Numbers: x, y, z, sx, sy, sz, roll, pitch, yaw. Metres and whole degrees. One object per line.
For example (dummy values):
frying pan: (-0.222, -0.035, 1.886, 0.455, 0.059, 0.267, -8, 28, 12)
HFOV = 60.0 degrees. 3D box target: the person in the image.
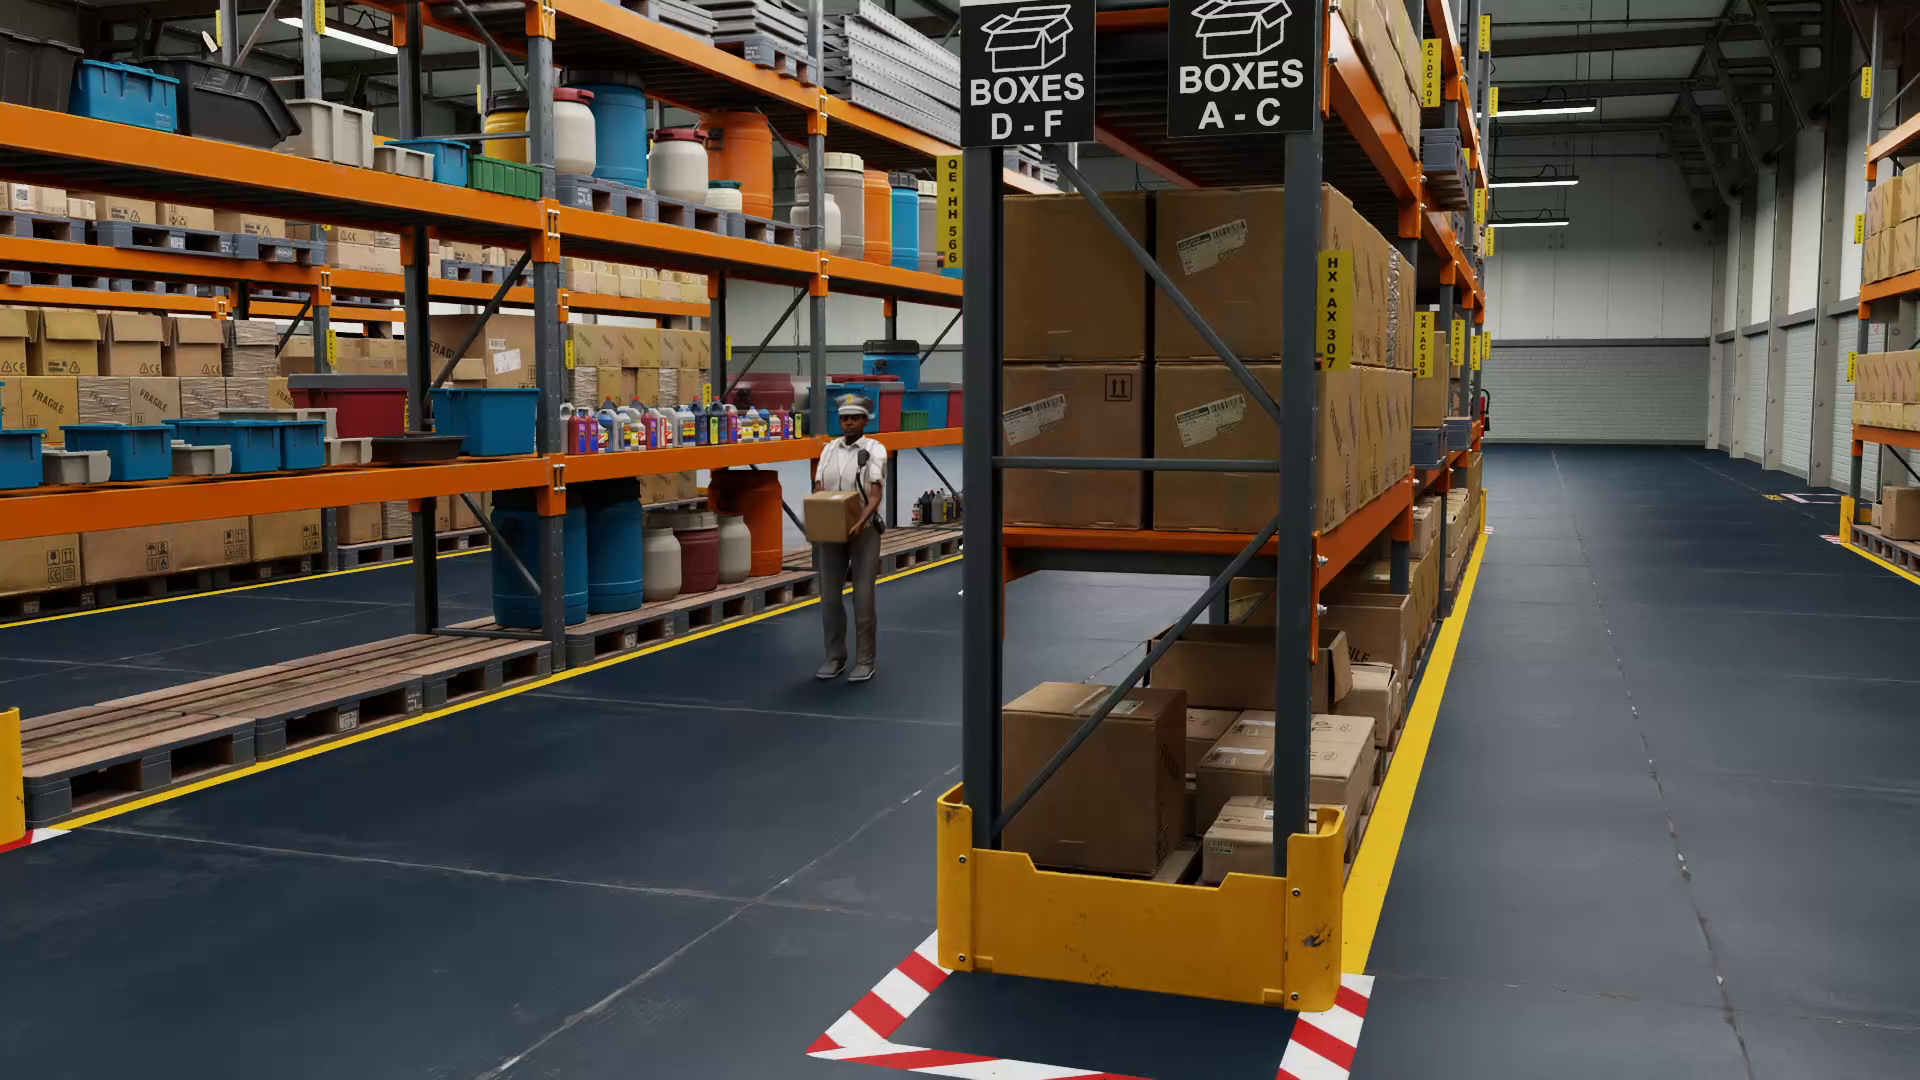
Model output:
person: (-0.676, -0.017, 9.811, 0.441, 1.692, 0.517, 2, 6, 18)
